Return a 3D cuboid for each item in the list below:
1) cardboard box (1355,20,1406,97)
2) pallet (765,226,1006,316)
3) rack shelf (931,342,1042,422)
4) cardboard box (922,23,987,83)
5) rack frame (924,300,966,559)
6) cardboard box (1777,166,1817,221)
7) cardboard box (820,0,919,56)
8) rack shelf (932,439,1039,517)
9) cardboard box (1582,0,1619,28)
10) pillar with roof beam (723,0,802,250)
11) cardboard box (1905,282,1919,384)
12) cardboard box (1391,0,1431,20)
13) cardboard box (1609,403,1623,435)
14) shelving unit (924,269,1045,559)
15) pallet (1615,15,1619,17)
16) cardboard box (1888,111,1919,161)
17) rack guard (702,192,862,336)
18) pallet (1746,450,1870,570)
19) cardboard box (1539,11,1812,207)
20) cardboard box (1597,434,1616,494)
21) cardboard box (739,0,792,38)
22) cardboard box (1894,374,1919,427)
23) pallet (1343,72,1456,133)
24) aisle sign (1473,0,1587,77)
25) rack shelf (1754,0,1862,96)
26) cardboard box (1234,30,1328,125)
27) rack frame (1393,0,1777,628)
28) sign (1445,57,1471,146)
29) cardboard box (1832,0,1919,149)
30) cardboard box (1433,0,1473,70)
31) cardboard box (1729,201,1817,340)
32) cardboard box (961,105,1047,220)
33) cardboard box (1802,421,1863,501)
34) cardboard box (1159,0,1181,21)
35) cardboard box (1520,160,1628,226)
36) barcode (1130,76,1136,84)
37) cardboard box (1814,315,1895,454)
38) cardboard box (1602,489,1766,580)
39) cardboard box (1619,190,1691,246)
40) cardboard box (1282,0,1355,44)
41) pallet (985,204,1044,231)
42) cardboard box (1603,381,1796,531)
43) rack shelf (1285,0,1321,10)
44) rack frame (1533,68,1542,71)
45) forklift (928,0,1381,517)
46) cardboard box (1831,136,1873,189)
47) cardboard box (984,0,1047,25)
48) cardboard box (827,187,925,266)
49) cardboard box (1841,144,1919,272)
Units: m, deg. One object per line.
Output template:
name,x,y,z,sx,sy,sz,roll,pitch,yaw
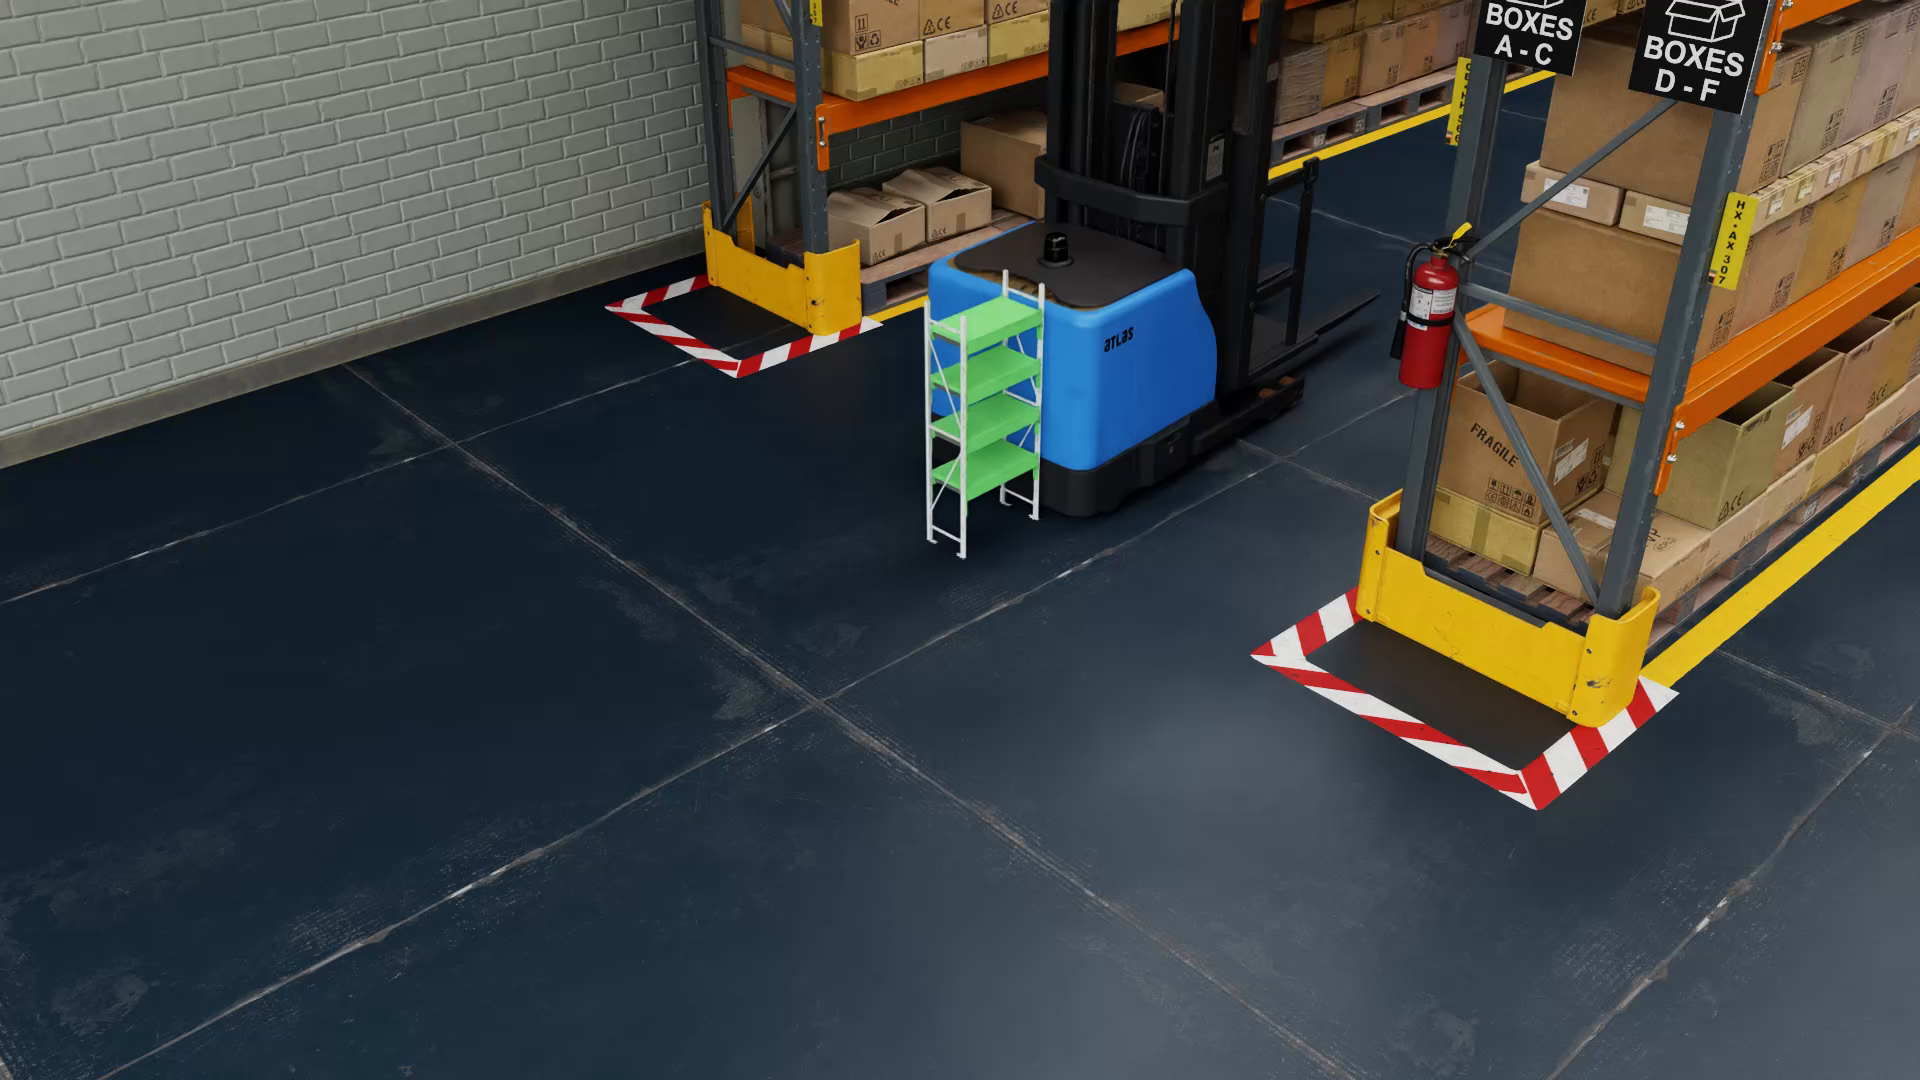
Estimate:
cardboard box,3.074,-3.889,13.209,0.500,0.500,0.700,-25,40,-35
pallet,-0.458,-1.826,10.533,1.213,0.211,1.003,-26,40,-35
rack shelf,0.109,-0.710,7.423,0.258,0.148,0.480,28,41,37
cardboard box,-0.189,-2.899,9.741,0.500,0.250,0.500,-27,41,-37
rack frame,-0.063,-0.470,7.368,0.240,1.200,0.015,28,41,37
cardboard box,3.047,-1.379,6.412,0.250,0.149,0.380,-26,40,-35
cardboard box,-0.579,-3.032,9.240,0.500,0.500,0.500,-26,40,-35
rack shelf,0.109,-0.300,7.674,0.258,0.148,0.480,28,41,37
cardboard box,5.361,-5.024,14.749,0.750,0.750,0.750,-26,40,-36
pillar with roof beam,1.718,-4.205,6.001,0.400,9.000,9.100,-26,40,-35
cardboard box,4.604,-1.144,8.260,0.500,0.500,0.500,-26,40,-35
cardboard box,3.406,-4.355,13.252,0.500,0.250,0.500,-26,40,-36
cardboard box,3.151,-0.810,7.714,0.500,0.500,0.500,-26,40,-35
shelving unit,0.109,-0.560,7.515,0.258,1.200,0.503,28,41,37
pallet,5.362,-4.612,15.091,1.213,0.211,1.003,-26,40,-35
cardboard box,3.799,-1.741,7.004,0.250,0.149,0.380,-25,40,-35
rack guard,-1.078,-1.674,10.009,0.348,0.500,1.175,-26,40,-35
pallet,3.664,-0.348,8.117,1.213,0.211,1.003,-26,40,-35
cardboard box,2.627,-1.596,6.145,0.500,0.500,0.700,-26,40,-35
cardboard box,2.788,-0.311,7.617,0.500,0.250,0.500,-26,40,-35
cardboard box,-0.933,-3.227,9.557,0.500,0.500,0.500,-26,40,-36
cardboard box,4.605,-0.823,8.454,0.500,0.250,0.500,-26,40,-35
pallet,3.264,-3.654,13.524,1.213,0.211,1.003,-26,40,-35
aisle sign,1.989,-2.018,5.683,0.004,0.787,0.394,-26,40,-35
rack shelf,3.704,-2.502,6.781,4.000,0.370,1.077,-26,40,-35
cardboard box,2.328,-3.521,12.607,0.500,0.500,0.700,-24,39,-34
rack frame,2.237,-0.820,6.216,0.127,3.000,1.000,-26,40,-35
sign,1.878,-1.628,6.199,0.005,0.325,0.100,-26,40,-35
cardboard box,3.378,-1.963,6.746,0.500,0.500,0.700,-26,40,-35
cardboard box,3.783,-4.259,13.814,0.500,0.500,0.700,-26,40,-36
cardboard box,2.970,-1.211,6.760,0.500,0.500,0.700,-25,39,-34
cardboard box,0.425,-2.489,10.920,0.700,0.500,0.500,26,40,36
cardboard box,3.883,-0.463,7.864,0.500,0.250,0.500,-26,40,-35
cardboard box,1.287,-3.619,10.918,0.500,0.250,0.500,-26,40,-35
cardboard box,2.388,-1.348,6.361,0.250,0.149,0.380,-27,40,-36
barcode,1.240,-3.290,11.924,0.075,0.075,0.001,-26,40,-35
cardboard box,3.883,-0.782,7.668,0.500,0.500,0.500,-26,40,-35
cardboard box,3.146,-0.110,7.288,0.500,0.250,0.500,-26,40,-35
cardboard box,2.671,-1.196,6.113,0.250,0.149,0.380,-26,40,-36
cardboard box,2.648,-3.999,12.669,0.500,0.250,0.500,-27,40,-36
pallet,0.436,-2.256,11.237,1.213,0.211,1.003,-26,40,-35
cardboard box,3.147,-0.429,7.091,0.500,0.500,0.500,-26,40,-35
rack shelf,3.266,-4.535,12.981,4.000,0.370,1.077,-26,40,-35
rack frame,4.732,-5.551,13.953,0.127,3.000,1.000,-26,40,-35
forklift,1.195,-2.043,8.281,1.130,2.935,3.031,25,39,35
cardboard box,3.427,-1.563,6.713,0.250,0.149,0.380,-27,41,-37
cardboard box,0.173,-3.385,9.816,0.500,0.500,0.500,-27,41,-37
cardboard box,-0.565,-1.965,10.244,0.500,0.311,0.500,24,39,34
cardboard box,3.721,-1.573,7.352,0.500,0.500,0.700,-24,39,-34
